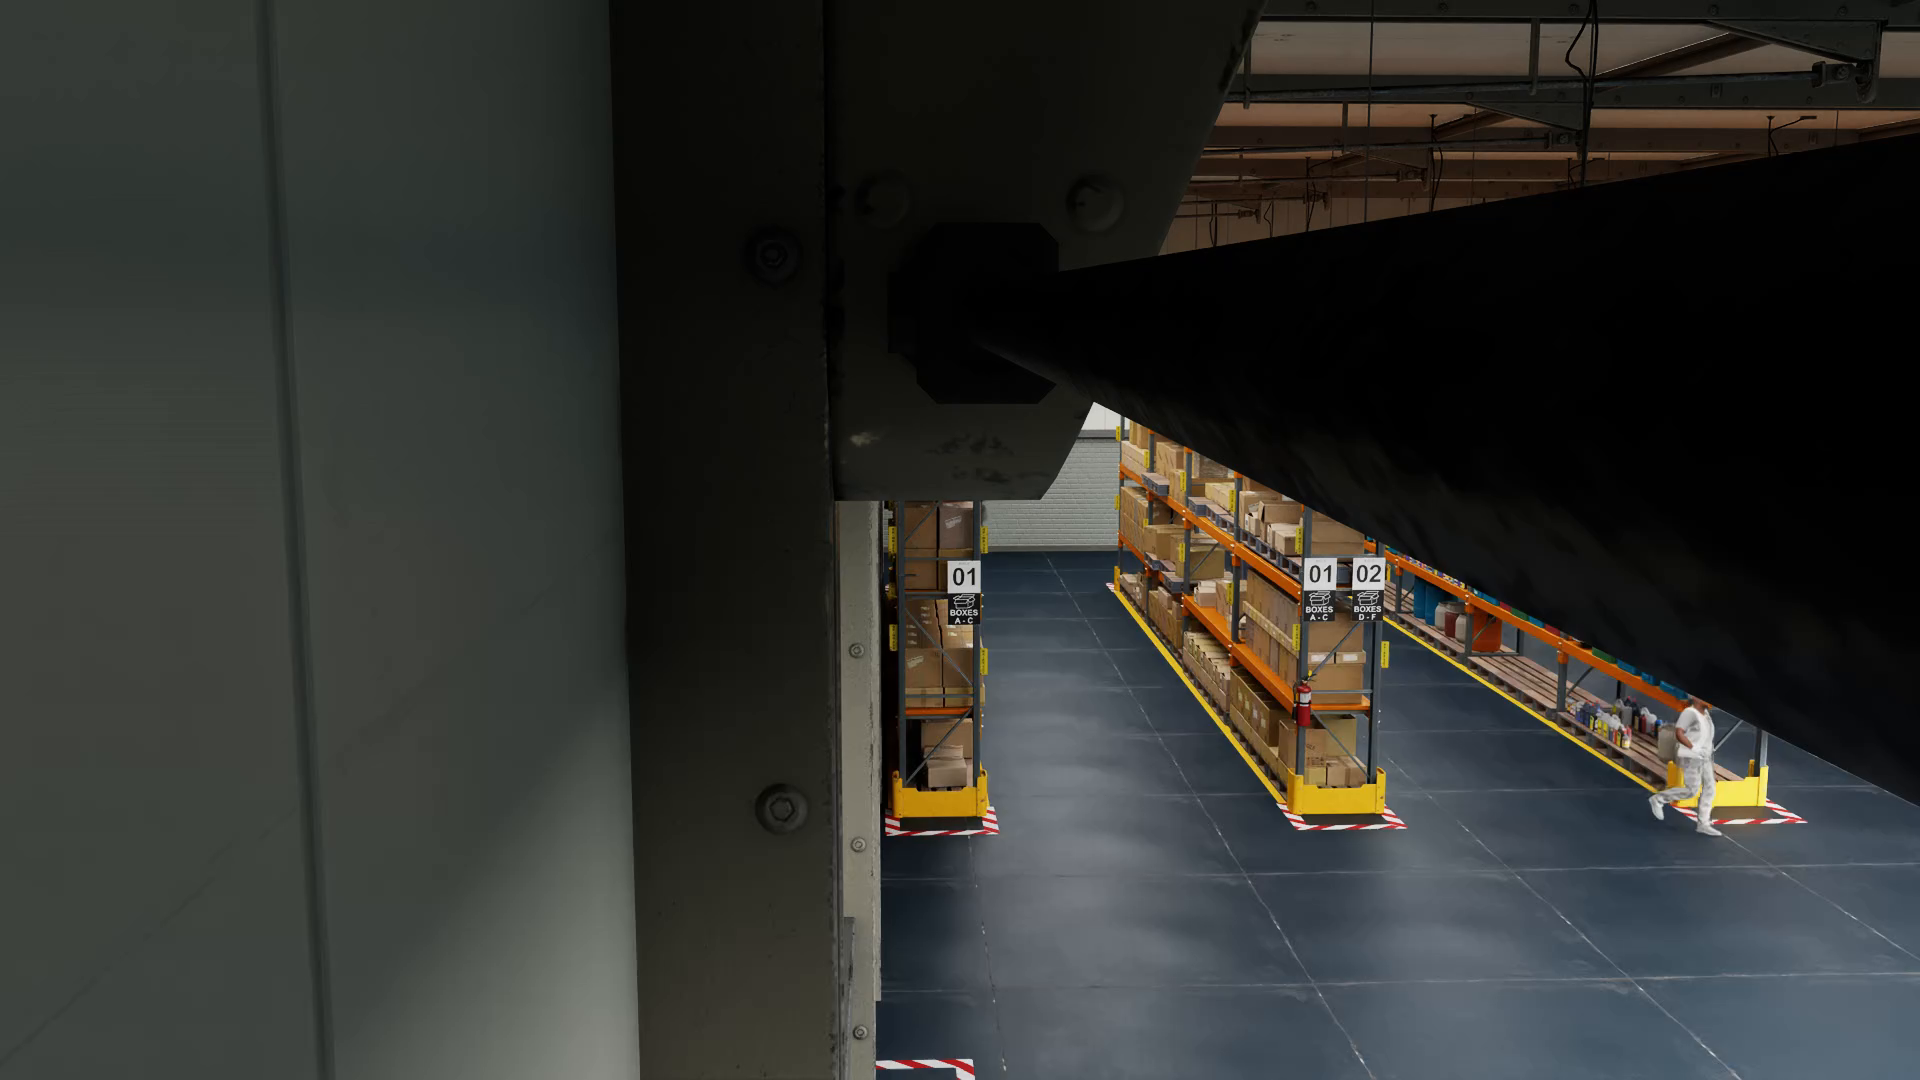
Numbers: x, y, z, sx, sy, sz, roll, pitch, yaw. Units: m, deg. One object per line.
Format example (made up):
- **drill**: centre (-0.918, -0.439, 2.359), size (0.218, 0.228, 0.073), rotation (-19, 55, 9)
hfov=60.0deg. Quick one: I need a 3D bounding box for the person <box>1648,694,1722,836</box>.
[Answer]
- **person**: centre (8.843, 2.608, 19.994), size (0.872, 1.733, 0.743), rotation (8, 12, 44)
